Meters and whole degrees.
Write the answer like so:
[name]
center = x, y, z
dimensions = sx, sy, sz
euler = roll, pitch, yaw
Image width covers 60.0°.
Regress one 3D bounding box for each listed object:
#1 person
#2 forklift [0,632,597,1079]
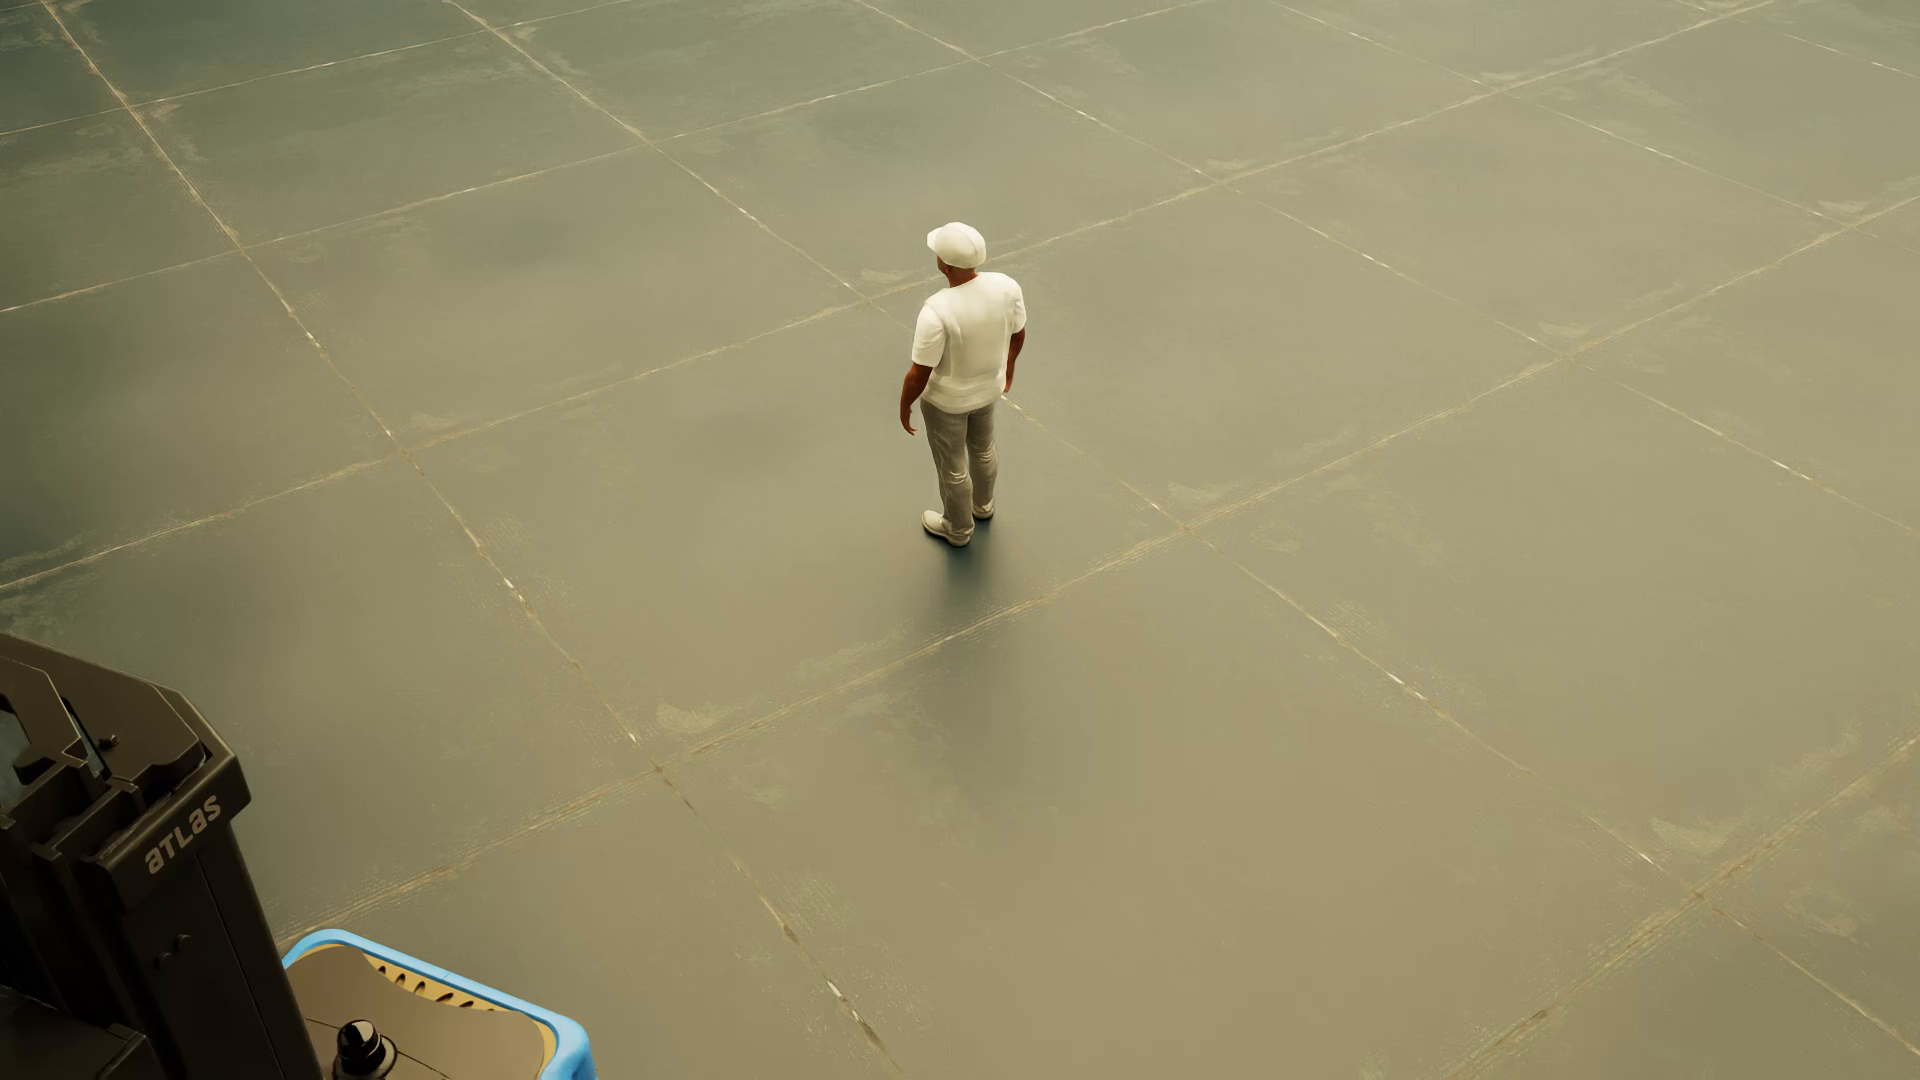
[person]
center = -0.036, -0.752, 7.929
dimensions = 0.665, 1.768, 0.575
euler = -23, 42, -28
[forklift]
center = -2.092, 1.761, 3.564
dimensions = 1.130, 2.935, 3.031
euler = 14, 39, 19
